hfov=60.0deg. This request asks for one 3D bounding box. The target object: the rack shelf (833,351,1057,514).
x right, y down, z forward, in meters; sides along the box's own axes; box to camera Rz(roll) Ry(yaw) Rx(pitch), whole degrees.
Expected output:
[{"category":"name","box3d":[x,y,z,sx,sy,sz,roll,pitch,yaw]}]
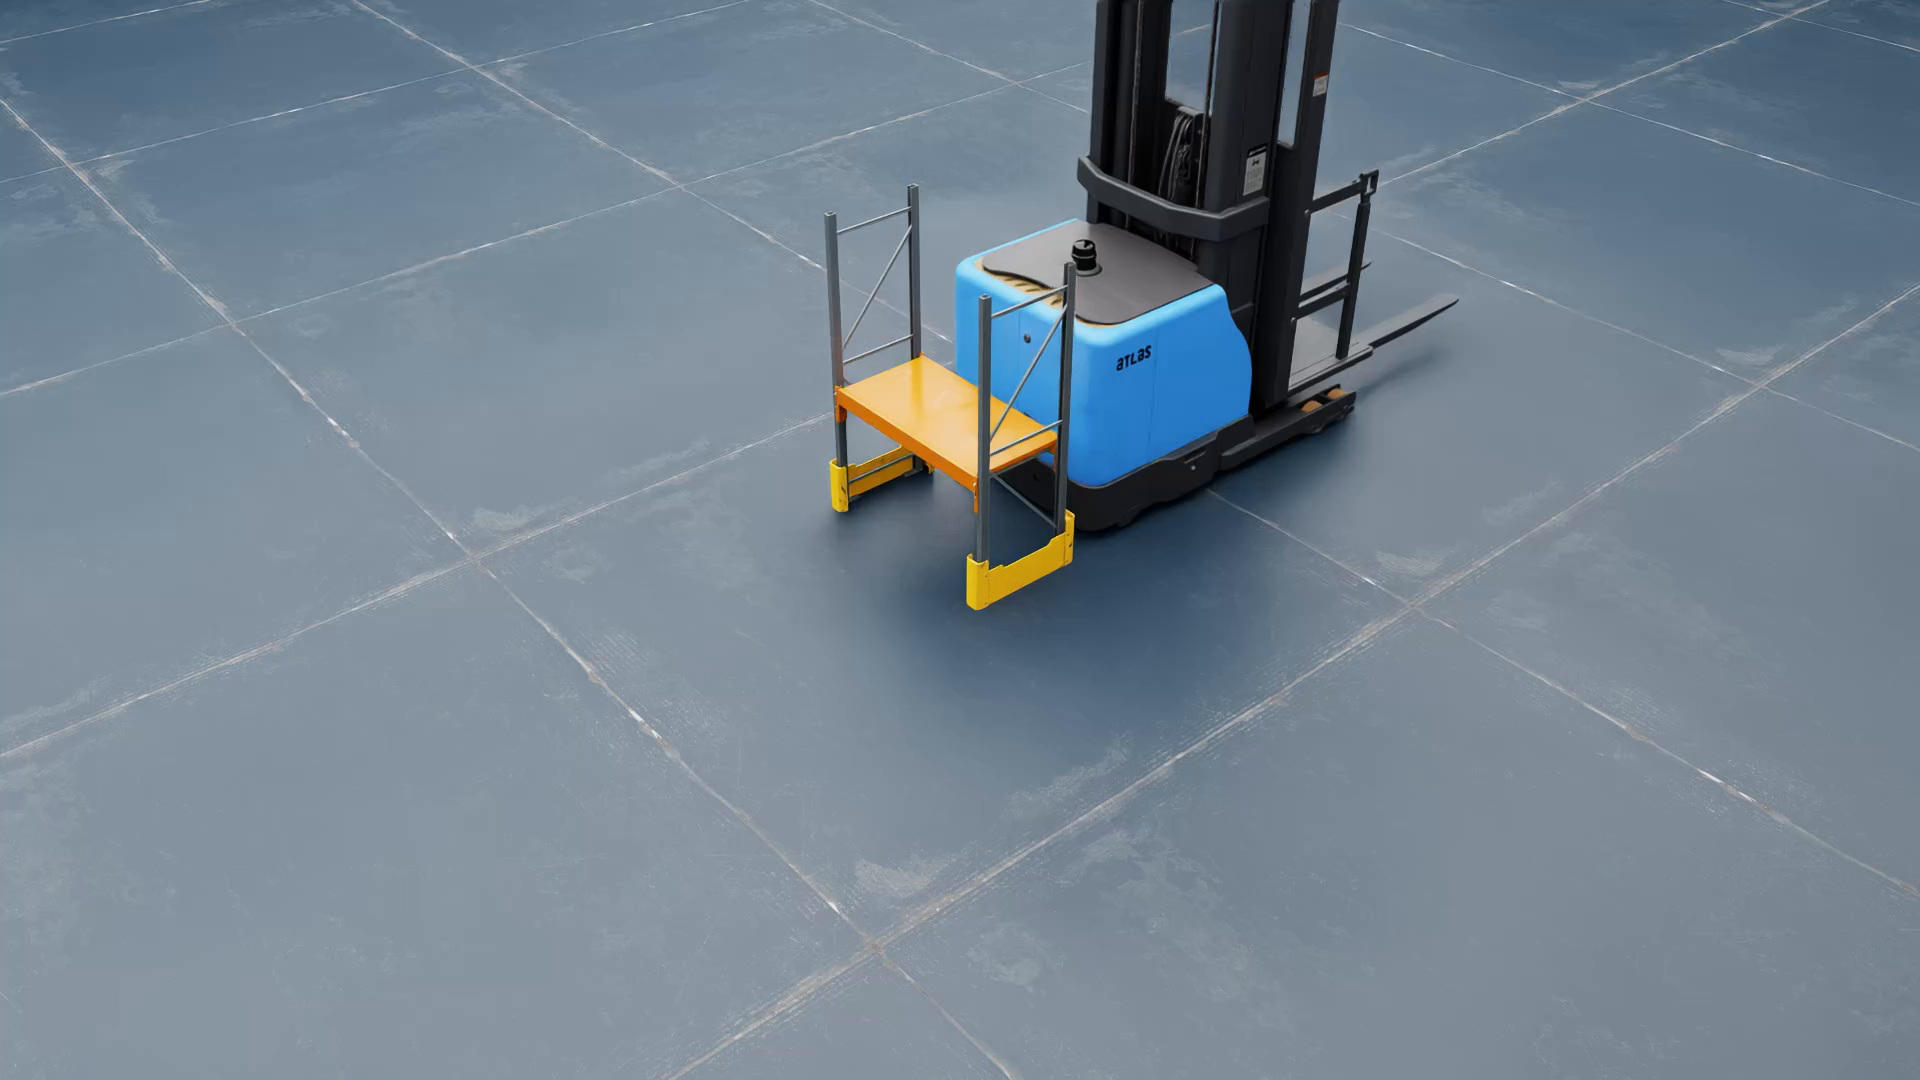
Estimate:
[{"category":"rack shelf","box3d":[-0.055,-0.503,7.474,0.538,0.185,1.000,-26,43,-32]}]

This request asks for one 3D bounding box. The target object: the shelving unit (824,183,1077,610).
[{"category":"shelving unit","box3d":[-0.049,-0.646,7.364,0.587,1.500,1.083,-26,43,-32]}]

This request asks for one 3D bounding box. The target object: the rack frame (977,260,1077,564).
[{"category":"rack frame","box3d":[0.273,-0.425,7.053,0.500,1.500,0.032,-26,43,-32]}]

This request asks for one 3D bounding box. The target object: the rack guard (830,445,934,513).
[{"category":"rack guard","box3d":[-0.371,-0.356,8.036,0.587,0.250,0.087,-26,43,-32]}]

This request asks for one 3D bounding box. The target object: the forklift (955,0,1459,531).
[{"category":"forklift","box3d":[1.415,-1.949,7.966,3.031,2.935,1.130,-26,43,-32]}]

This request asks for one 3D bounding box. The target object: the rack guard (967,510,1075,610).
[{"category":"rack guard","box3d":[0.272,0.084,7.415,0.587,0.250,0.087,-26,43,-32]}]

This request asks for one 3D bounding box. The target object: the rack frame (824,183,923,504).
[{"category":"rack frame","box3d":[-0.383,-0.874,7.687,0.500,1.500,0.032,-26,43,-32]}]
